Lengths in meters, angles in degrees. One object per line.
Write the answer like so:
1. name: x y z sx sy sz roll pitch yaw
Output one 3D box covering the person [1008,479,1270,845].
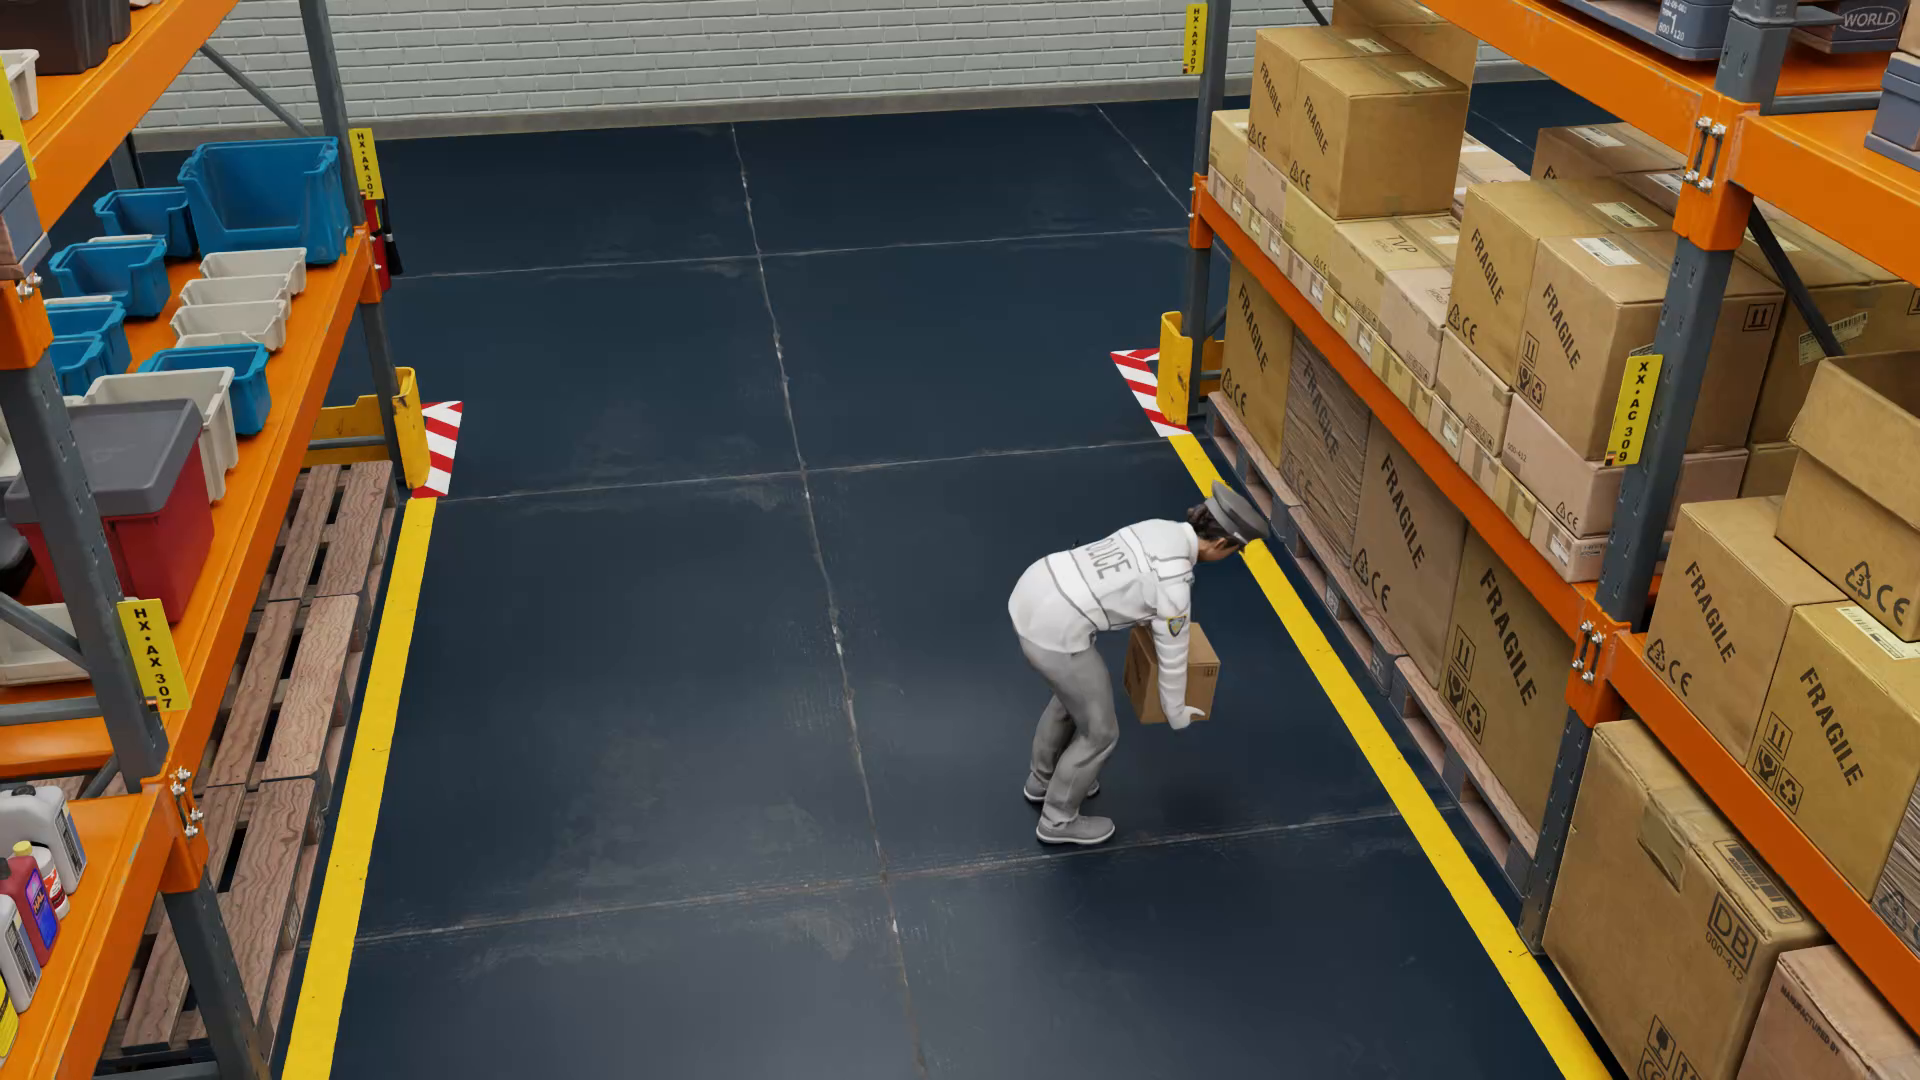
1. person: 0.608 0.419 5.786 0.887 1.306 0.412 -6 31 -10
